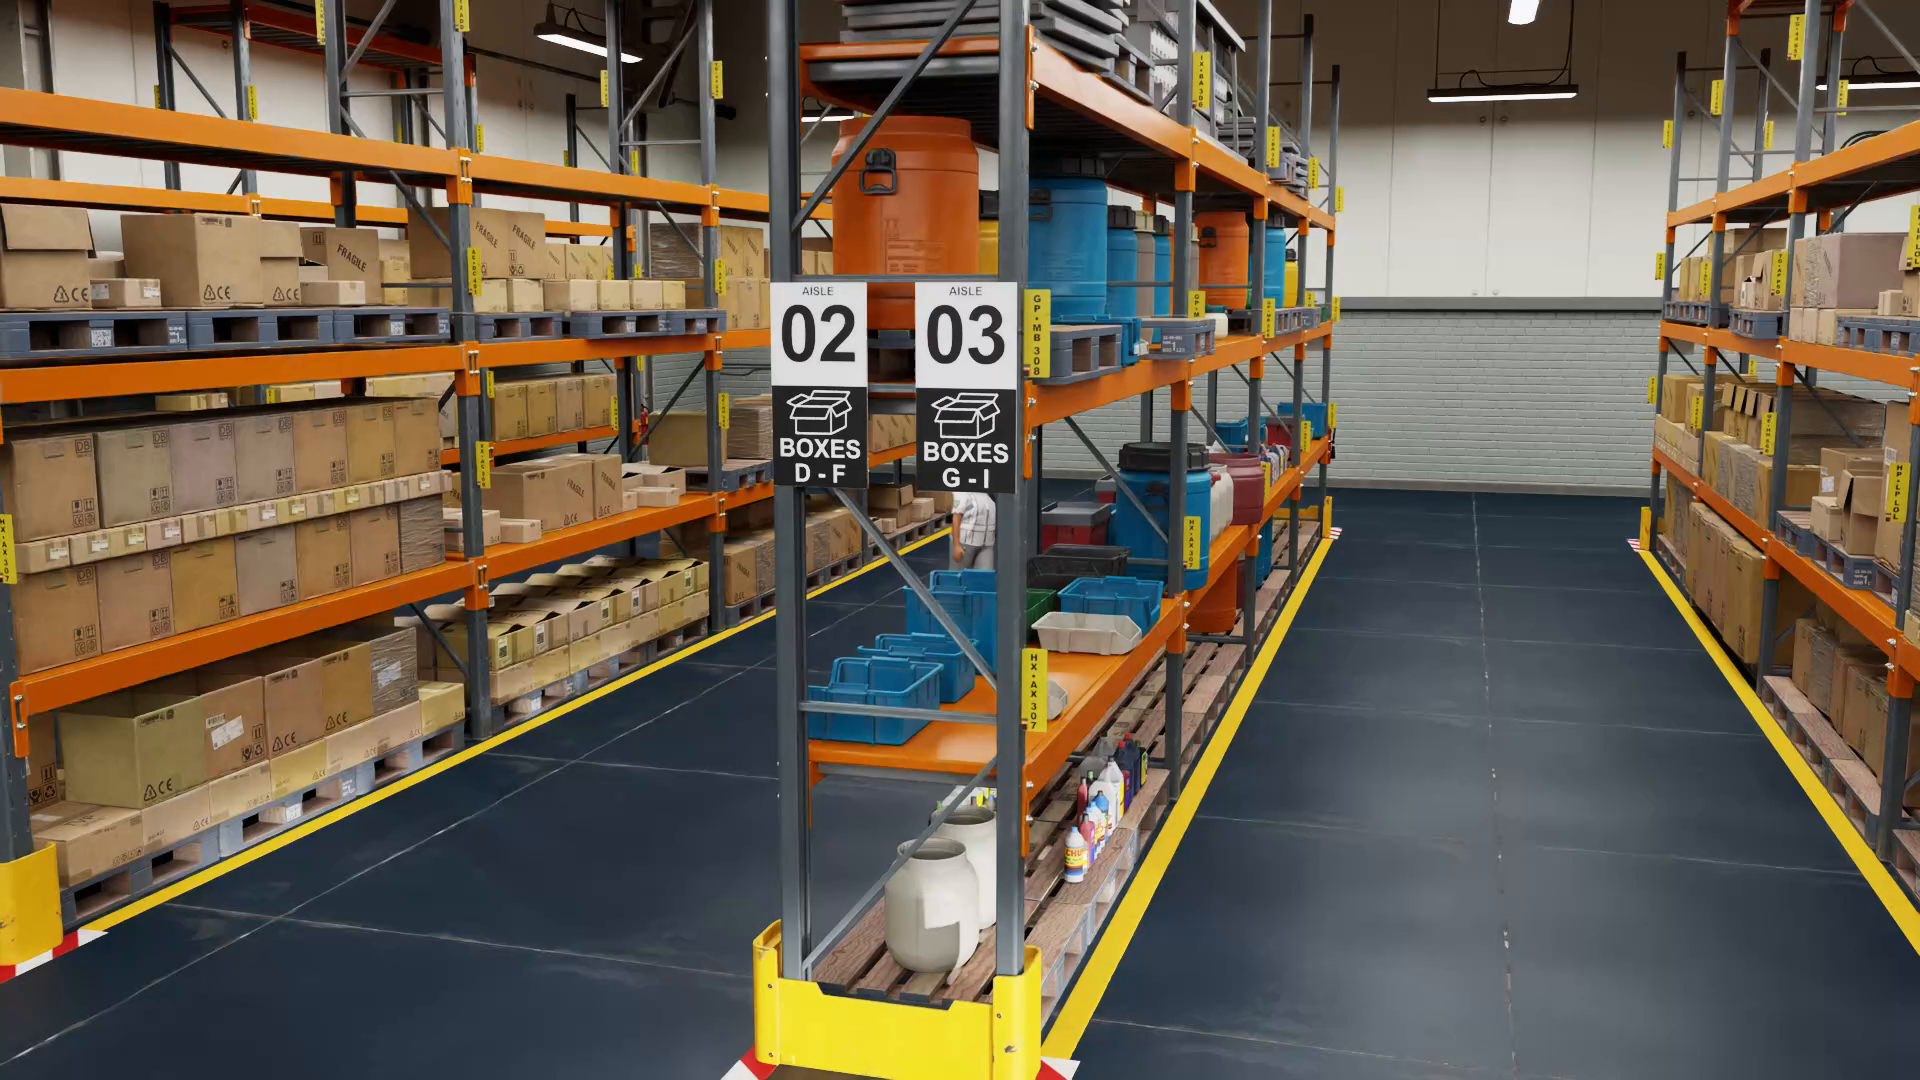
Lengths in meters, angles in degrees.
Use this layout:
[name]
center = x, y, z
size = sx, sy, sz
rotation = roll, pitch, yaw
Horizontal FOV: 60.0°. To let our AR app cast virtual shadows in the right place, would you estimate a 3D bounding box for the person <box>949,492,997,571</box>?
[person]
center = 0.074, 0.045, 15.527
size = 0.553, 1.640, 0.848
rotation = -7, 11, -39
